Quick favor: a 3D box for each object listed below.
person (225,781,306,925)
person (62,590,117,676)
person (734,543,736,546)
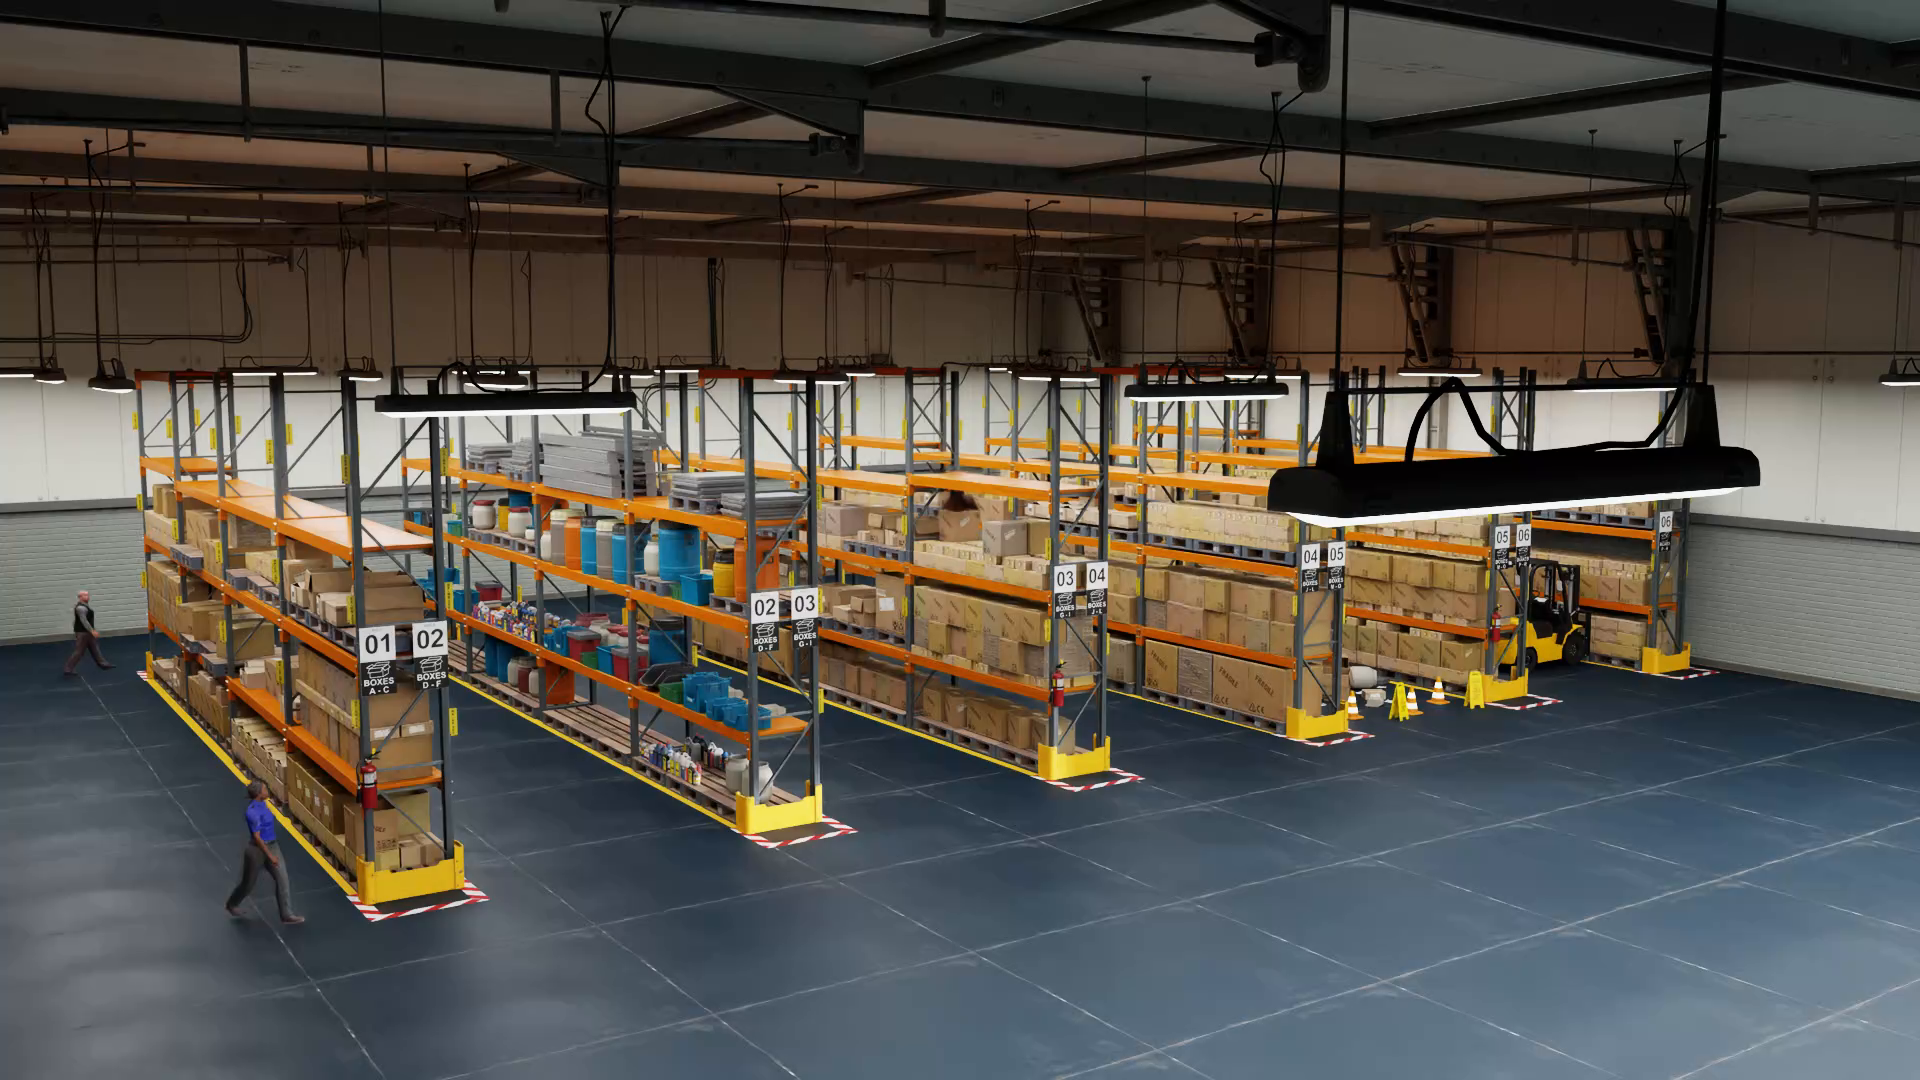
[{"bbox_3d":[-7.747,3.462,18.449,1.017,1.608,0.392,4,7,29],"label":"person"},{"bbox_3d":[-17.129,1.799,32.672,1.044,1.660,0.638,-6,9,-42],"label":"person"},{"bbox_3d":[-5.419,0.866,41.135,0.635,1.671,0.496,4,7,30],"label":"person"}]
